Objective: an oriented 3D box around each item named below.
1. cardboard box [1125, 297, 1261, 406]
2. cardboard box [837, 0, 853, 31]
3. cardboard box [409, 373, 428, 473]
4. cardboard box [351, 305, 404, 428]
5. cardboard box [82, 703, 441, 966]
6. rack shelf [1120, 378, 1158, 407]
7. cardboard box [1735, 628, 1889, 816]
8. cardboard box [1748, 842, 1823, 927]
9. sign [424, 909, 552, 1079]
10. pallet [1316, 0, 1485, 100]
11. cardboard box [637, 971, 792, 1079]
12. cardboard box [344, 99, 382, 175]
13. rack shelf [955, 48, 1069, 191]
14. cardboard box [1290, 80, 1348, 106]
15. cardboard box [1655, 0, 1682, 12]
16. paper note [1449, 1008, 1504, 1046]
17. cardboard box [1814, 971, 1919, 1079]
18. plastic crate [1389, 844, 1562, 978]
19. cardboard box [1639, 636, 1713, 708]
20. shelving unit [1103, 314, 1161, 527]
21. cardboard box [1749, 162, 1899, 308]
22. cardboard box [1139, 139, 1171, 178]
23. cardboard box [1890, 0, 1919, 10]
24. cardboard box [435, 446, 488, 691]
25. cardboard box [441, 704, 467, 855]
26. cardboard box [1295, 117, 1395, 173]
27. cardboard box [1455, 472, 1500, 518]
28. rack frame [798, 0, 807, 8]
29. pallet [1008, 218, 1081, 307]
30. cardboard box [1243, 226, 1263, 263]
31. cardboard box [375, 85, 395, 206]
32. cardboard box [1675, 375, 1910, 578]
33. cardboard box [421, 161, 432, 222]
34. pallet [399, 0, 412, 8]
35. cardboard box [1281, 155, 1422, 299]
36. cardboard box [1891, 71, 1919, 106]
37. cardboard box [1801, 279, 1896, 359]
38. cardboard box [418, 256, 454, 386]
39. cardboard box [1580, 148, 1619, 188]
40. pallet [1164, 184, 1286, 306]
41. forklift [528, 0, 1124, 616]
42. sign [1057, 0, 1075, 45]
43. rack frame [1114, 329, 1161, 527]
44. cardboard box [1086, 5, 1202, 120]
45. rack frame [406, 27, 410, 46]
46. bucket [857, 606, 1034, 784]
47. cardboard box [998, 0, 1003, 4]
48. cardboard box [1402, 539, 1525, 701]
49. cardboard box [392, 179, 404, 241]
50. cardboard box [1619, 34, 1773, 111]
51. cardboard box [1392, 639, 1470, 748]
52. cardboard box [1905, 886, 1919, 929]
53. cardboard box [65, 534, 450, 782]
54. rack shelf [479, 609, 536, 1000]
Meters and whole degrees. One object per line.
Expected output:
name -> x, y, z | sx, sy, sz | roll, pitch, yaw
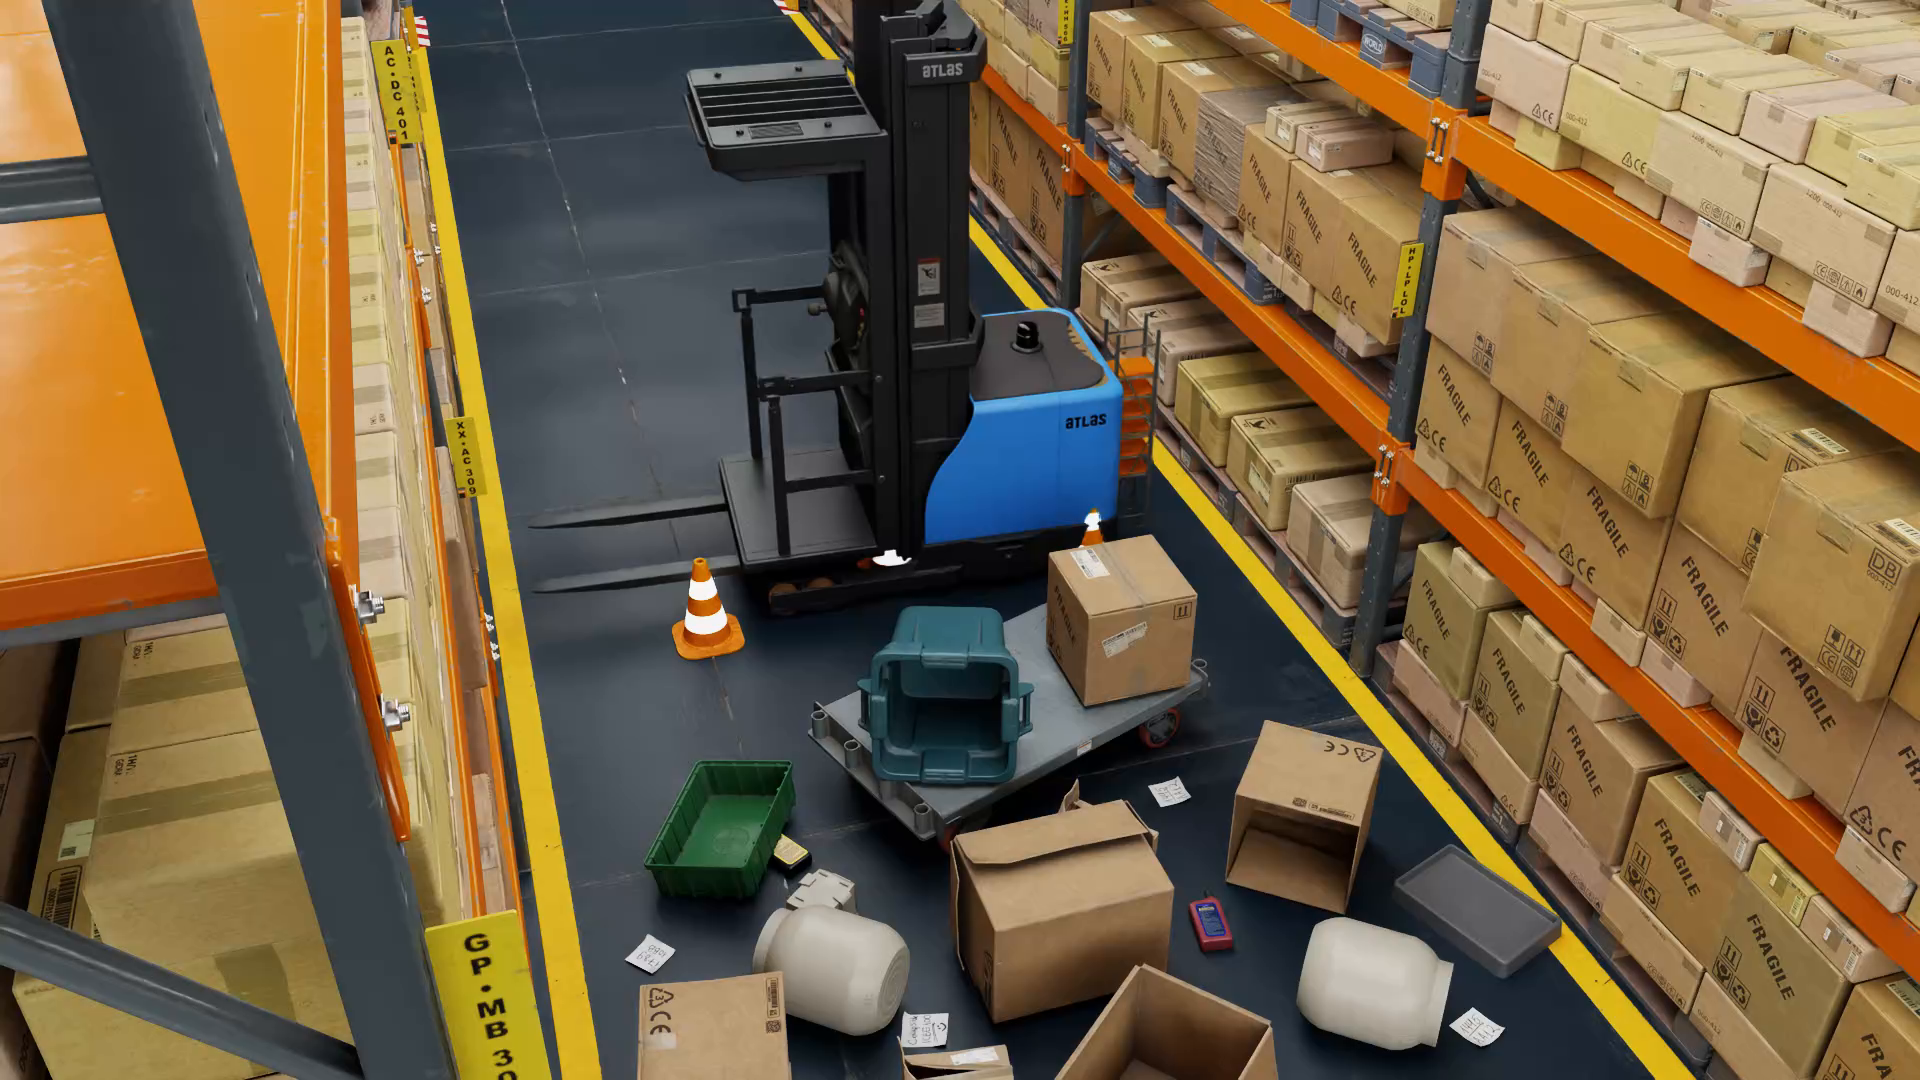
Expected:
cardboard box -> 1.568, -1.186, 10.146 | 0.950, 0.372, 0.625 | -11, 35, -16
cardboard box -> -0.684, -5.289, 16.296 | 0.875, 0.438, 0.875 | -9, 35, -13
cardboard box -> -1.408, -0.231, 3.733 | 0.380, 0.149, 0.250 | -10, 35, -15
cardboard box -> -1.256, -0.298, 3.112 | 0.380, 0.149, 0.250 | -10, 35, -15
cardboard box -> -0.869, 0.369, 2.102 | 0.380, 0.149, 0.250 | -10, 35, -14
rack shelf -> 0.891, -0.774, 8.798 | 0.258, 0.103, 0.180 | -8, 34, -13
cardboard box -> 2.888, 0.477, 5.266 | 0.500, 0.500, 0.500 | -10, 35, -15
cardboard box -> 2.871, 1.107, 5.519 | 0.380, 0.149, 0.250 | -9, 35, -14
sign -> -0.540, 0.555, 1.923 | 0.100, 0.325, 0.005 | -10, 35, -15
pallet -> 2.306, -2.206, 7.137 | 1.213, 0.211, 1.003 | -10, 35, -15
cardboard box -> -0.839, 1.879, 5.771 | 0.500, 0.500, 0.500 | -4, 34, -6
cardboard box -> -1.646, -0.968, 4.125 | 0.380, 0.149, 0.250 | -9, 35, -14
rack shelf -> 0.563, -3.541, 12.360 | 1.077, 0.370, 4.000 | -10, 35, -15
cardboard box -> 2.065, -2.119, 8.814 | 0.500, 0.500, 0.500 | -11, 35, -17
cardboard box -> 2.698, -2.041, 6.221 | 0.380, 0.149, 0.250 | -9, 35, -14
paper note -> 1.950, 1.835, 6.264 | 0.142, 0.019, 0.148 | -23, 40, -31
cardboard box -> 3.120, 1.691, 5.222 | 0.500, 0.500, 0.500 | -10, 35, -14
plastic crate -> 2.091, 1.489, 6.744 | 0.402, 0.080, 0.583 | -23, 40, -31
cardboard box -> 2.668, 0.434, 5.920 | 0.380, 0.149, 0.250 | -10, 35, -15
shelving unit -> 0.891, -0.611, 8.906 | 0.258, 1.200, 0.189 | -8, 34, -13
cardboard box -> 2.729, -0.928, 4.899 | 0.500, 0.250, 0.500 | -10, 35, -14
cardboard box -> 1.253, -2.206, 9.535 | 0.380, 0.149, 0.250 | -10, 35, -14
cardboard box -> 6.398, -3.539, 11.025 | 0.380, 0.149, 0.250 | -10, 35, -15
cardboard box -> -1.932, 0.150, 5.006 | 0.875, 0.550, 0.550 | -10, 35, -15
cardboard box -> -1.024, 0.432, 2.731 | 0.380, 0.149, 0.250 | -10, 35, -15
cardboard box -> 1.814, -1.867, 7.844 | 0.380, 0.149, 0.250 | -11, 35, -16
cardboard box -> 2.310, -0.243, 6.945 | 0.380, 0.149, 0.250 | -9, 35, -13
rack frame -> -1.267, -6.992, 16.929 | 1.000, 3.000, 0.127 | -10, 35, -15
pallet -> 1.004, -2.055, 11.987 | 1.003, 0.211, 1.213 | -10, 35, -15
cardboard box -> 1.676, -1.523, 8.501 | 0.380, 0.149, 0.250 | -10, 35, -15
cardboard box -> -1.896, -1.120, 4.718 | 0.500, 0.250, 0.500 | -10, 35, -15
cardboard box -> 2.829, -0.208, 5.396 | 0.700, 0.500, 0.500 | -10, 35, -15
cardboard box -> -3.784, -2.282, 11.008 | 0.500, 0.250, 0.500 | -10, 35, -14
pallet -> -3.264, -2.749, 7.960 | 1.213, 0.211, 1.003 | -8, 34, -13
cardboard box -> 1.881, -1.496, 7.872 | 0.500, 0.500, 0.500 | -10, 35, -14
cardboard box -> 3.157, -1.371, 5.207 | 0.380, 0.149, 0.250 | -10, 35, -14
cardboard box -> 2.727, -0.677, 4.880 | 0.380, 0.149, 0.250 | -10, 35, -15
cardboard box -> -2.654, -0.963, 7.716 | 0.500, 0.500, 0.500 | -9, 35, -14
cardboard box -> 2.462, -1.375, 5.936 | 0.380, 0.149, 0.250 | -10, 35, -15
pallet -> 1.816, -1.679, 9.063 | 1.003, 0.211, 1.213 | -10, 35, -15
forklift -> -0.738, -1.155, 8.159 | 3.031, 2.935, 1.130 | -8, 34, -11
sign -> 0.645, -3.179, 10.110 | 0.100, 0.325, 0.005 | -10, 35, -15
rack frame -> 0.914, -0.562, 8.832 | 0.240, 1.200, 0.006 | -8, 34, -13
cardboard box -> 1.090, -2.857, 9.931 | 0.500, 0.500, 0.500 | -11, 35, -16
rack frame -> -5.951, -6.106, 15.589 | 1.000, 3.000, 0.127 | -10, 35, -15
bucket -> -0.053, 0.610, 7.017 | 0.726, 0.611, 0.620 | 1, 23, 2
cardboard box -> 0.457, -4.008, 11.416 | 0.500, 0.500, 0.500 | -10, 35, -15
cardboard box -> 2.316, 0.323, 7.293 | 0.500, 0.500, 0.500 | -8, 34, -12
cardboard box -> -1.798, -0.900, 4.745 | 0.380, 0.149, 0.250 | -9, 35, -14
cardboard box -> 2.412, -1.536, 5.457 | 0.380, 0.149, 0.250 | -10, 35, -15
cardboard box -> 2.316, 0.636, 7.499 | 0.500, 0.250, 0.500 | -12, 35, -17
cardboard box -> 3.055, 1.101, 4.911 | 0.380, 0.149, 0.250 | -11, 35, -16
cardboard box -> -1.129, 0.202, 2.717 | 0.500, 0.250, 0.500 | -10, 35, -15
rack shelf -> -1.680, 1.544, 4.664 | 1.077, 0.370, 4.000 | -10, 35, -15
